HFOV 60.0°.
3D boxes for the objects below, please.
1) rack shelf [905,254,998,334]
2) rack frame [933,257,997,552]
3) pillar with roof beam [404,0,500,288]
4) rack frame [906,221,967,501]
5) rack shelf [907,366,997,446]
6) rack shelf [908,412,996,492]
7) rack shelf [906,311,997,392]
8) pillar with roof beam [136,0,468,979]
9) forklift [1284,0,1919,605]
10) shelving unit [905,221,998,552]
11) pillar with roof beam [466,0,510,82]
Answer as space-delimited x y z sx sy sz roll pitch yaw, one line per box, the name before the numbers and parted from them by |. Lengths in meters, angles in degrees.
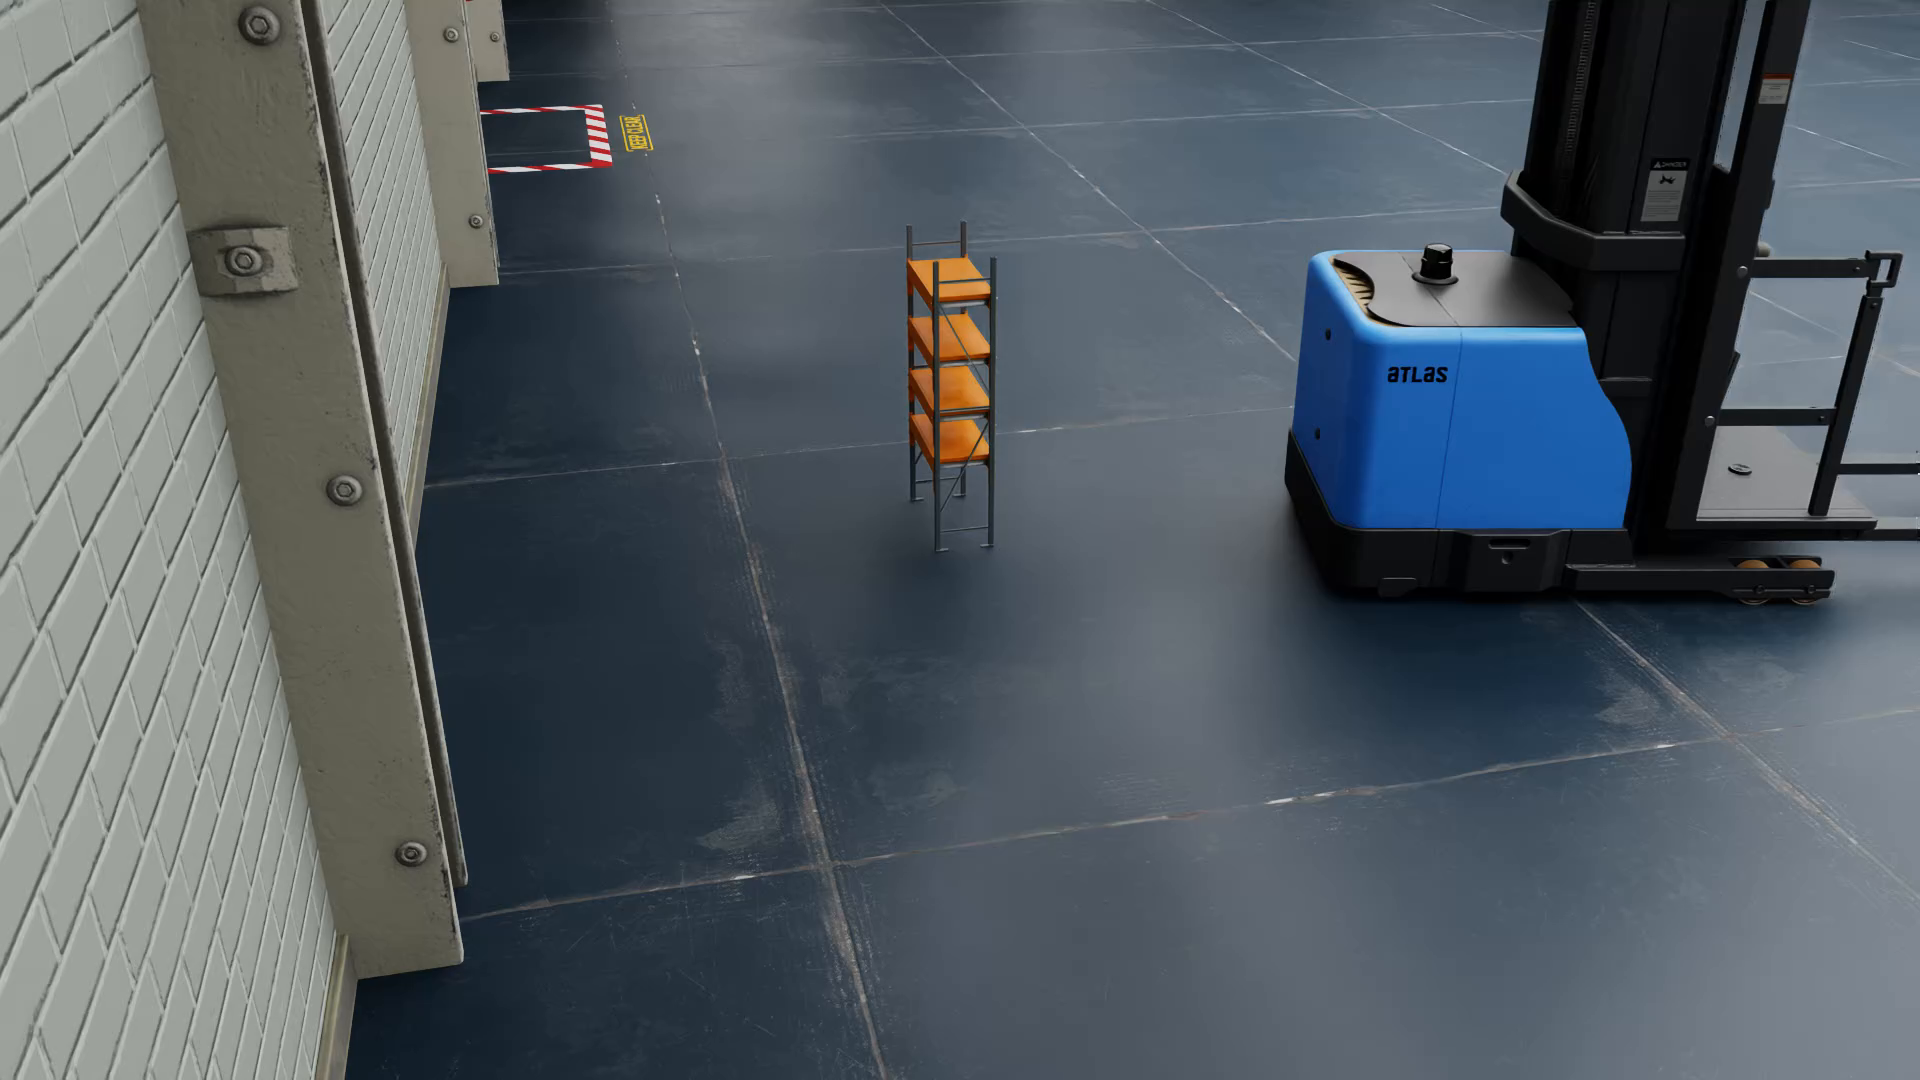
rack shelf | -0.037 -0.959 6.447 0.258 0.148 0.480 -6 27 -12
rack frame | 0.018 -0.501 6.411 0.240 1.200 0.015 -6 27 -12
pillar with roof beam | 1.305 -6.017 8.685 9.100 9.000 0.400 -6 27 -12
rack frame | -0.092 -0.715 6.836 0.240 1.200 0.015 -6 27 -12
rack shelf | -0.037 -0.548 6.654 0.258 0.148 0.480 -6 27 -12
rack shelf | -0.037 -0.371 6.743 0.258 0.148 0.480 -6 27 -12
rack shelf | -0.037 -0.748 6.553 0.258 0.148 0.480 -6 27 -12
pillar with roof beam | 2.658 -3.383 3.466 9.100 9.000 0.400 -6 27 -12
forklift | 2.897 -1.304 6.081 3.031 2.935 1.130 0 27 0
shelving unit | -0.037 -0.608 6.624 0.258 1.200 0.503 -6 27 -12
pillar with roof beam | -0.047 -8.651 13.903 9.100 9.000 0.400 -6 27 -12
